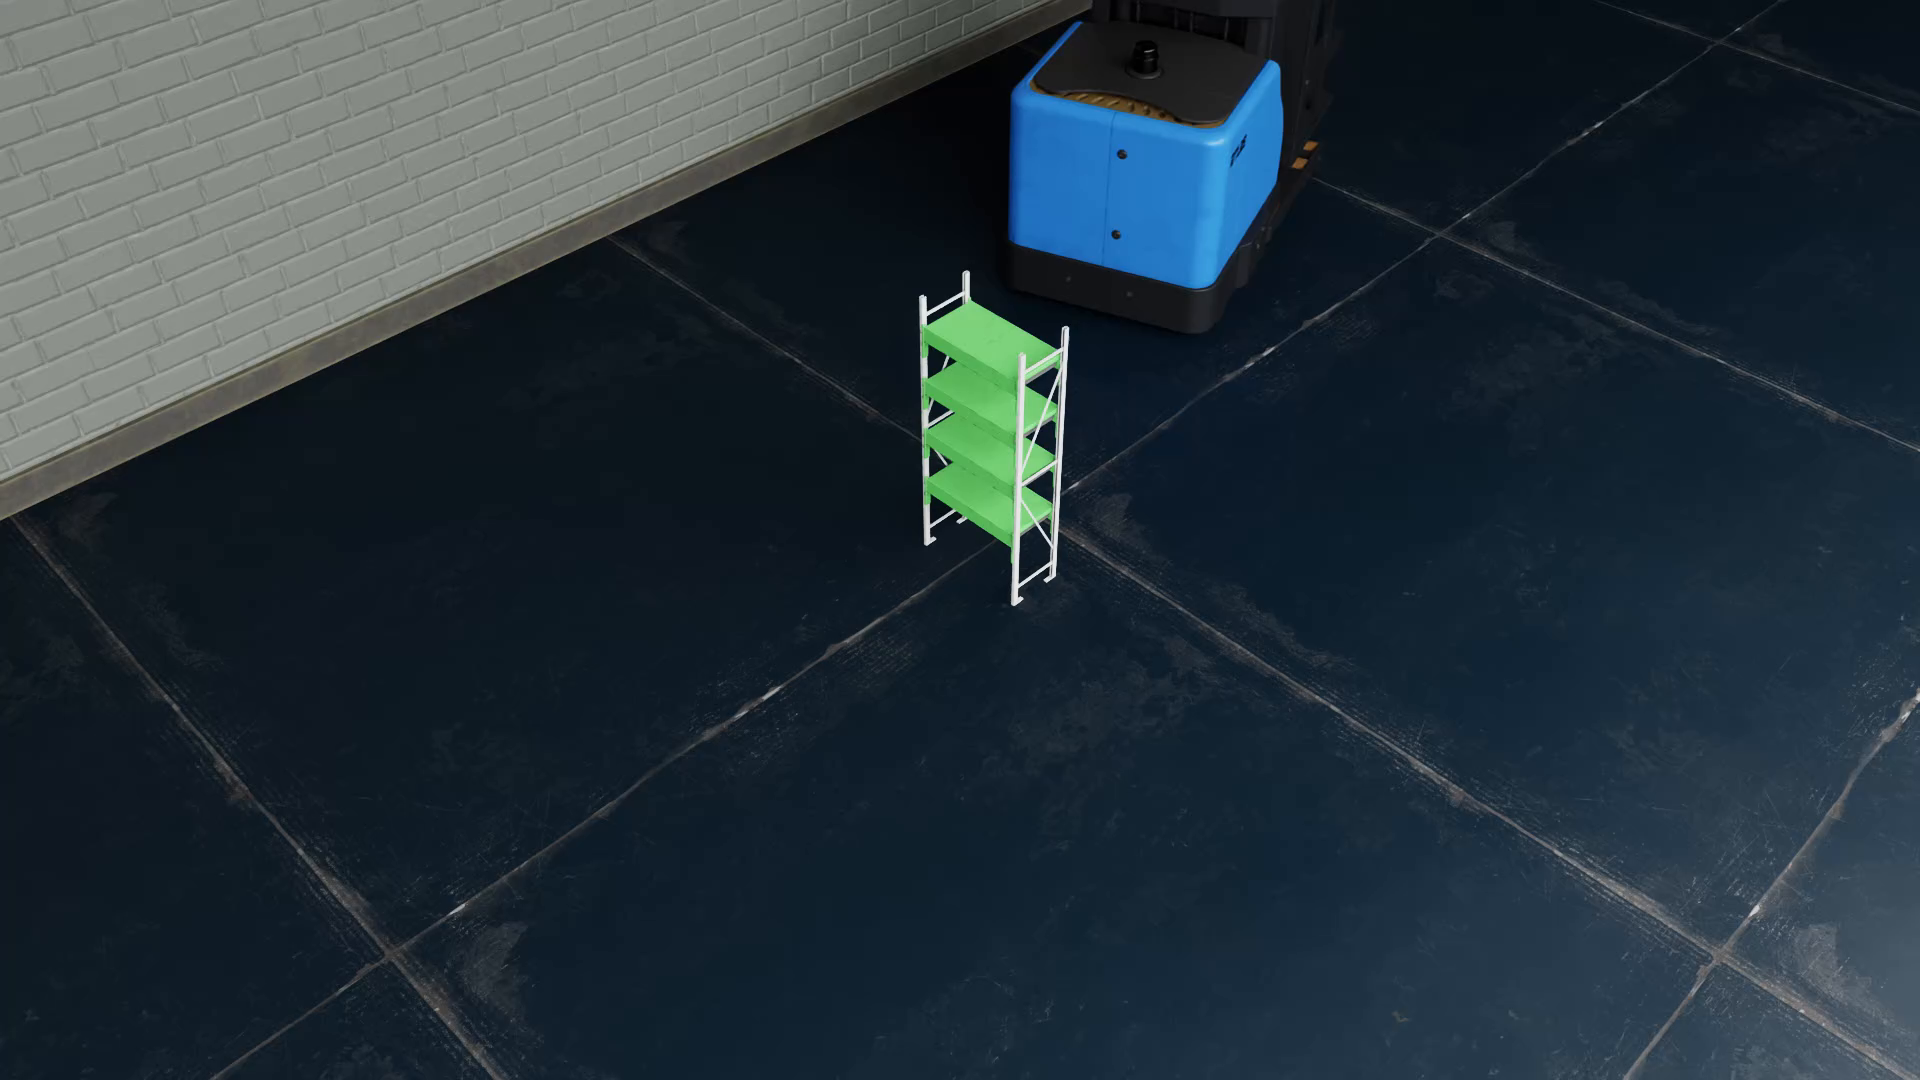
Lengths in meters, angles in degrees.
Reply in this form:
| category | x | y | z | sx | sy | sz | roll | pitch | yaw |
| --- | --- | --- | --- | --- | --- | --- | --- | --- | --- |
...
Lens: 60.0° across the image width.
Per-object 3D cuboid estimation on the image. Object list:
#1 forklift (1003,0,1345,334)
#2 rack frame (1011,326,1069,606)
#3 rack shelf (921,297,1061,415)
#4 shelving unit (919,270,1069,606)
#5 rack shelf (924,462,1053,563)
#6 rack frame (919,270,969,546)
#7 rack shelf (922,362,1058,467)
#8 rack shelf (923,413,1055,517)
| category | x | y | z | sx | sy | sz | roll | pitch | yaw |
| --- | --- | --- | --- | --- | --- | --- | --- | --- | --- |
| forklift | 1.286 | -3.032 | 7.872 | 1.130 | 2.935 | 3.031 | 17 | 46 | 18 |
| rack frame | 0.289 | -0.244 | 6.130 | 0.240 | 1.200 | 0.015 | -34 | 53 | -31 |
| rack shelf | 0.117 | -0.667 | 5.974 | 0.258 | 0.148 | 0.480 | -34 | 53 | -31 |
| shelving unit | 0.117 | -0.361 | 6.257 | 0.258 | 1.200 | 0.503 | -34 | 53 | -31 |
| rack shelf | 0.117 | -0.138 | 6.463 | 0.258 | 0.148 | 0.480 | -34 | 53 | -31 |
| rack frame | -0.055 | -0.478 | 6.384 | 0.240 | 1.200 | 0.015 | -34 | 53 | -31 |
| rack shelf | 0.117 | -0.490 | 6.137 | 0.258 | 0.148 | 0.480 | -34 | 53 | -31 |
| rack shelf | 0.117 | -0.314 | 6.300 | 0.258 | 0.148 | 0.480 | -34 | 53 | -31 |
